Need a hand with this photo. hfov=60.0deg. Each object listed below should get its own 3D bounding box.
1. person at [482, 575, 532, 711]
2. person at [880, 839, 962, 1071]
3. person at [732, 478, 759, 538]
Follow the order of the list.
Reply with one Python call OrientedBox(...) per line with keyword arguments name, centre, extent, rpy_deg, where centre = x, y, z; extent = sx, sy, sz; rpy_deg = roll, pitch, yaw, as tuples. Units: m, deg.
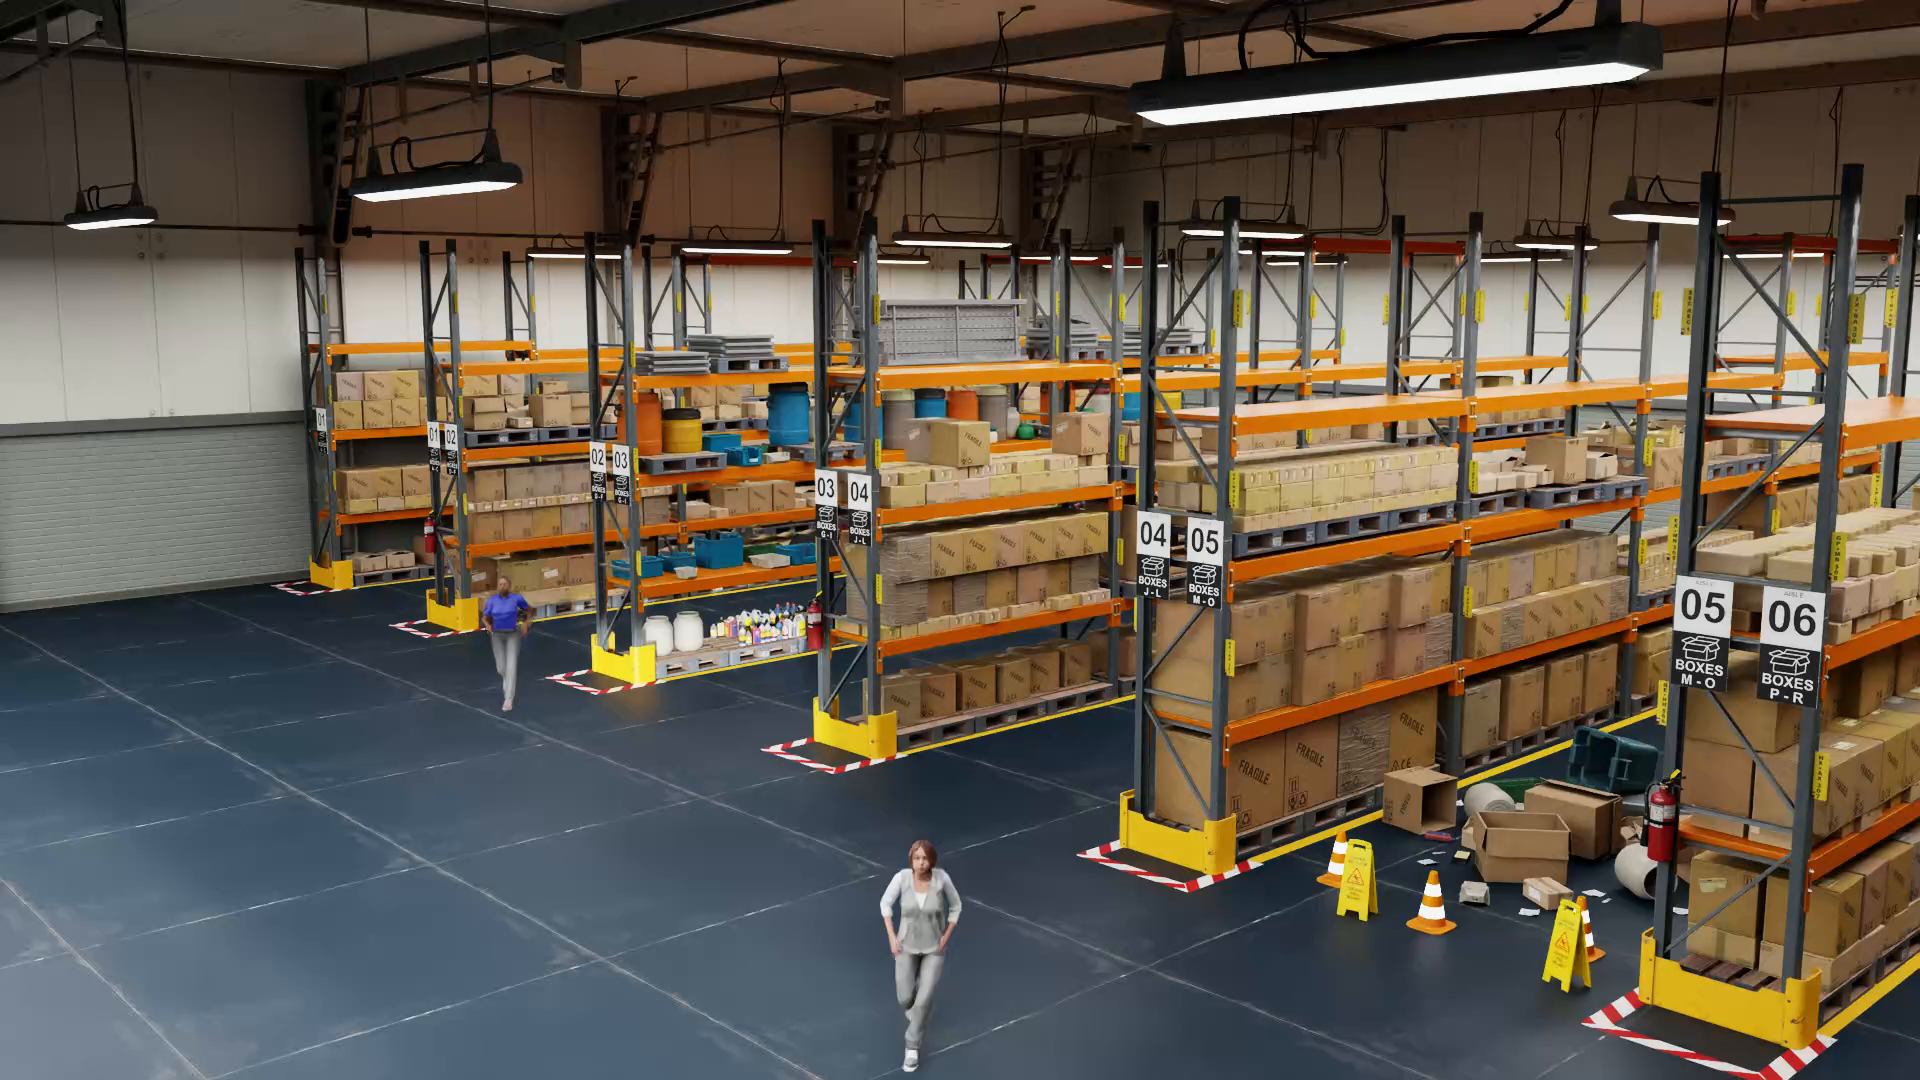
OrientedBox(name="person", centre=(-5.760, 1.274, 21.152), extent=(0.596, 1.657, 0.891), rpy_deg=(-1, 8, -7))
OrientedBox(name="person", centre=(-0.264, 2.765, 11.337), extent=(0.559, 1.566, 0.567), rpy_deg=(0, 8, 0))
OrientedBox(name="person", centre=(-4.164, -0.472, 32.463), extent=(0.987, 1.804, 0.686), rpy_deg=(-7, 11, -40))
